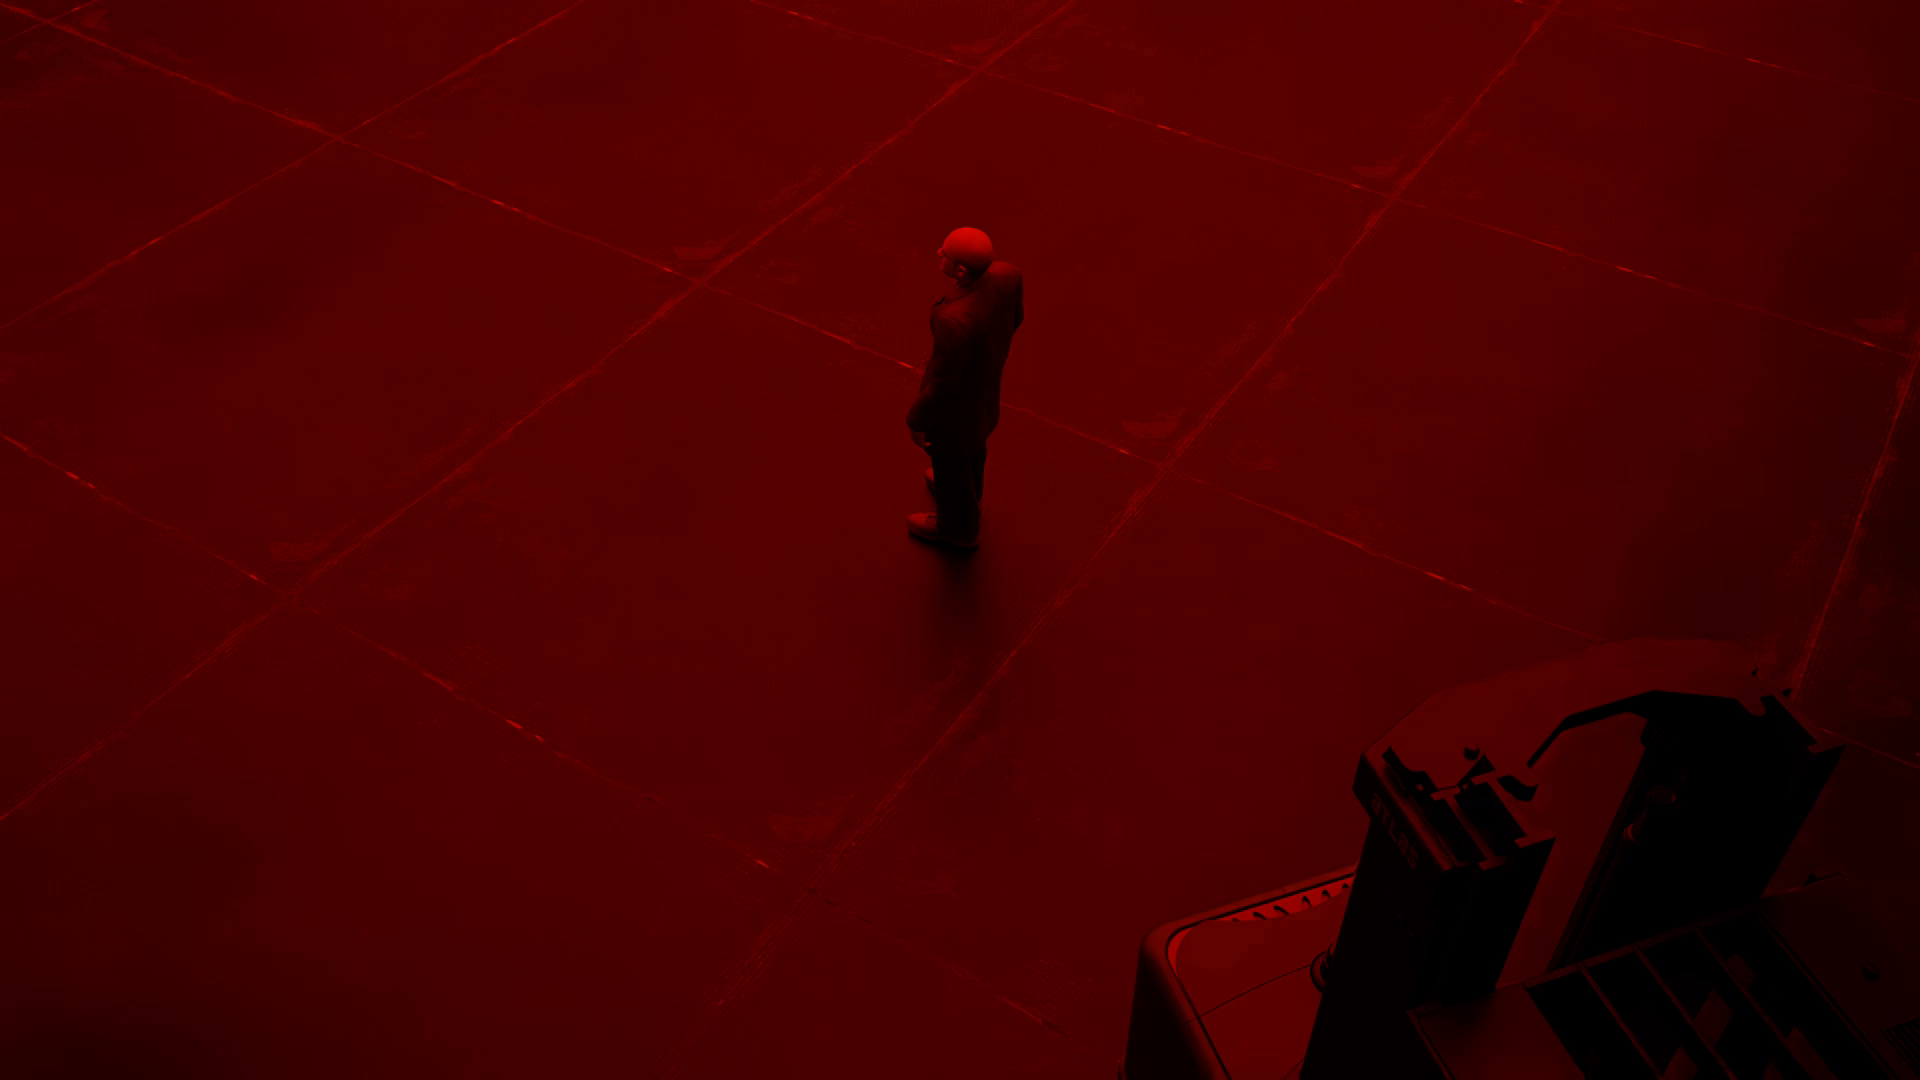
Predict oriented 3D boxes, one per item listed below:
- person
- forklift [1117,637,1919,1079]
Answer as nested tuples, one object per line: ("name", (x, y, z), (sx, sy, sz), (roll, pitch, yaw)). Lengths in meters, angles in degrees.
("person", (-0.074, -0.687, 7.401), (0.582, 1.775, 0.696), (24, 48, 23))
("forklift", (1.512, 1.770, 3.982), (1.130, 2.935, 3.031), (-14, 45, -14))
